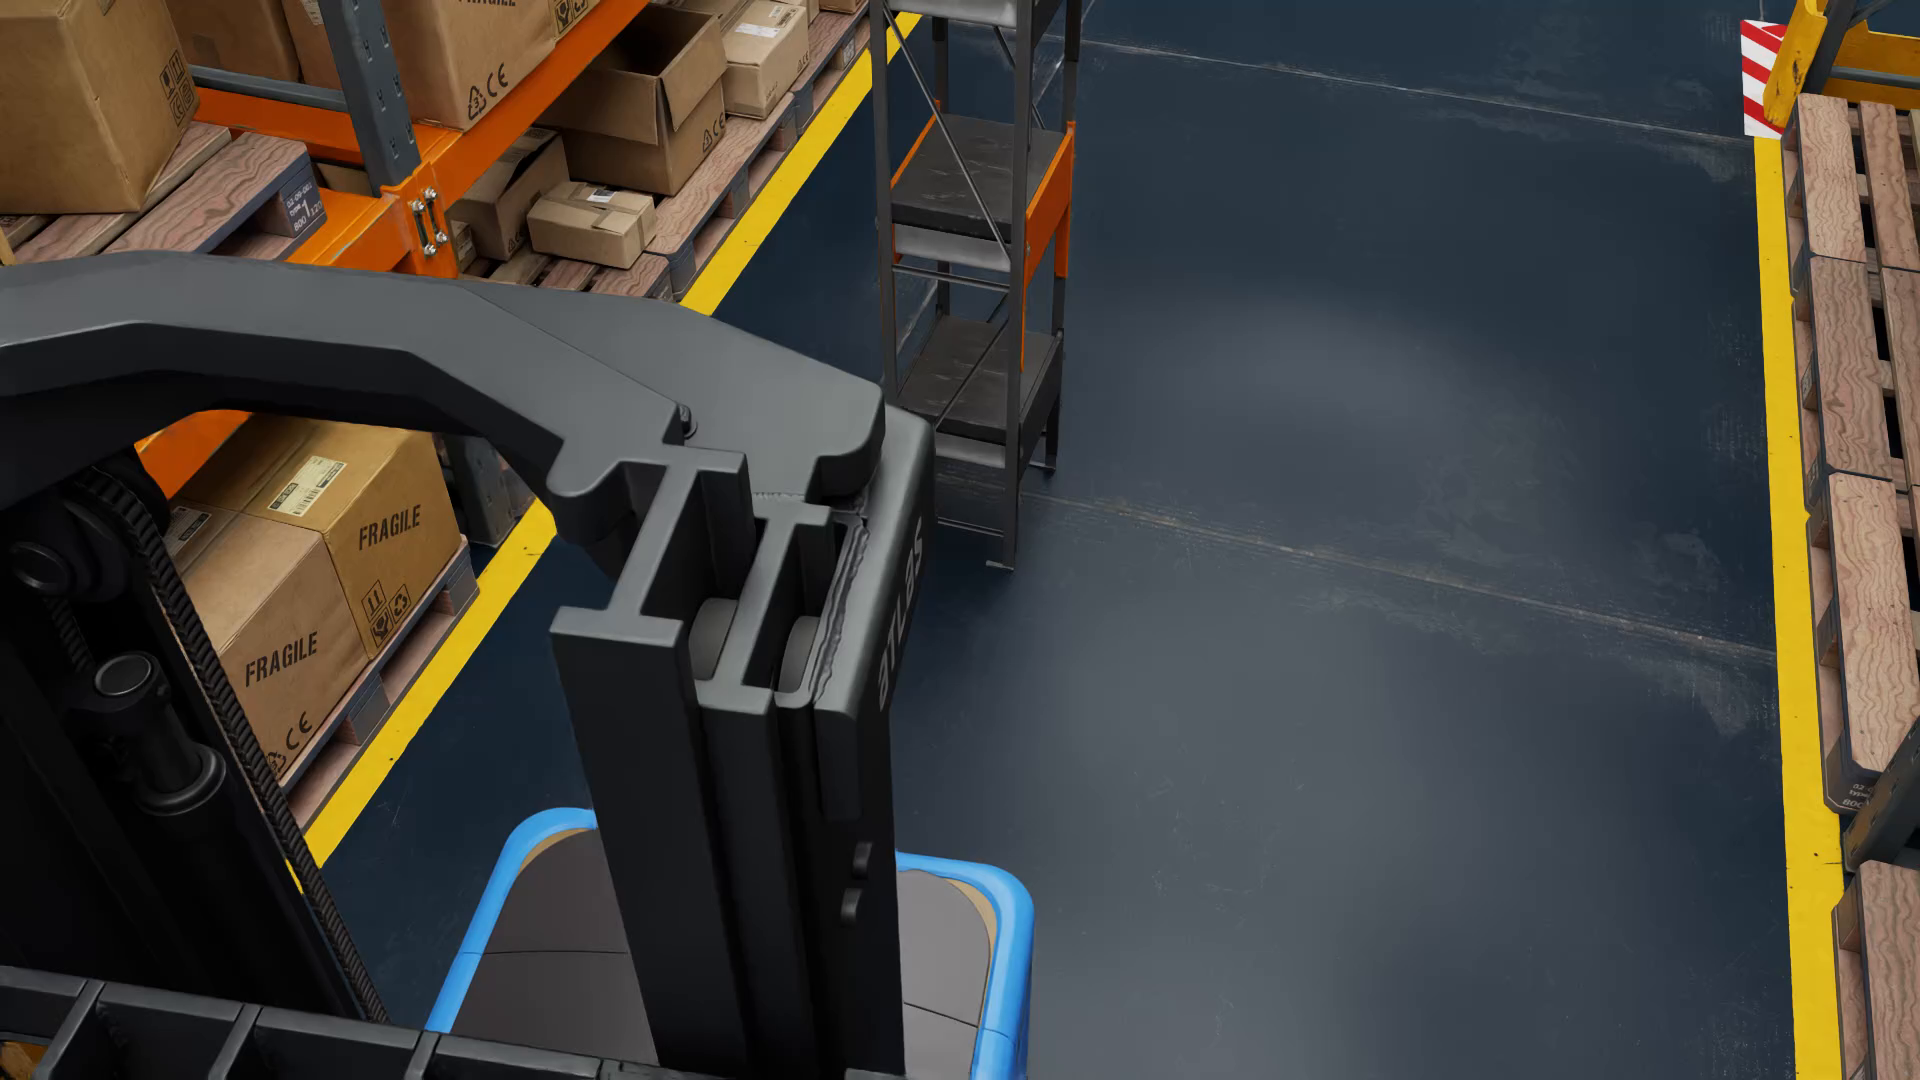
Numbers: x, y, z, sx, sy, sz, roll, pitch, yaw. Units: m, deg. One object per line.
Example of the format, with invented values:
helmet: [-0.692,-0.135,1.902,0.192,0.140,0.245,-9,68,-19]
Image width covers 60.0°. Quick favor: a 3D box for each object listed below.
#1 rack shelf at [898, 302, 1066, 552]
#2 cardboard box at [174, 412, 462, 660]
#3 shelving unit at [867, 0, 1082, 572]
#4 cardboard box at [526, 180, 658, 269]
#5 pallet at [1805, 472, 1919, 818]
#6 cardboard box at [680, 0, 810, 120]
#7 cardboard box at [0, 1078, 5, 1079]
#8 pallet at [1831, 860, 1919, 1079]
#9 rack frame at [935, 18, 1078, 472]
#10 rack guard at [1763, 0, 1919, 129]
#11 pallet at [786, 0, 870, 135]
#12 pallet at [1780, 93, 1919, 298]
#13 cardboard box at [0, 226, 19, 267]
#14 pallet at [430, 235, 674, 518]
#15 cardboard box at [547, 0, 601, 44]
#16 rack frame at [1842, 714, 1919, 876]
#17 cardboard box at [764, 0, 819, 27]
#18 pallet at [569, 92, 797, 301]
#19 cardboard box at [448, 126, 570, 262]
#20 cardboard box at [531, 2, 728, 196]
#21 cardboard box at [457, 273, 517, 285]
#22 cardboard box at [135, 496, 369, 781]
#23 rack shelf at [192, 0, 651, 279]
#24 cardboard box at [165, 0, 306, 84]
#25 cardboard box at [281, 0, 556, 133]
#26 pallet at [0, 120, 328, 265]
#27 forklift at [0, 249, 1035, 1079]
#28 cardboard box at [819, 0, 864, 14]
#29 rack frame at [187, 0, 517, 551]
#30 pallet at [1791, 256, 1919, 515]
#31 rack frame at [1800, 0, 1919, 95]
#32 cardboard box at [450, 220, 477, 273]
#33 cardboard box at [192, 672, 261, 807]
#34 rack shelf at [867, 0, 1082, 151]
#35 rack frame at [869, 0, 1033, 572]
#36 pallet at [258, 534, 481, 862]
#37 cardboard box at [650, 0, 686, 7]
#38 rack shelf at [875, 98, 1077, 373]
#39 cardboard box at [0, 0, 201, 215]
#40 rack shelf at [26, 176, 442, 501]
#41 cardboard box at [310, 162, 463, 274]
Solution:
rack shelf: [0.050,-0.351,5.128,0.431,0.518,0.480,13,46,13]
cardboard box: [-1.784,-0.059,4.639,0.500,0.500,0.500,12,46,12]
shelving unit: [0.050,-0.861,4.628,0.431,2.100,0.503,13,46,13]
cardboard box: [-1.322,-1.142,5.984,0.380,0.166,0.250,13,46,13]
pallet: [2.998,0.365,4.726,1.003,0.211,1.213,13,46,13]
cardboard box: [-0.942,-1.984,6.785,0.500,0.250,0.500,13,46,13]
cardboard box: [-2.245,0.942,3.615,0.500,0.500,0.500,11,45,11]
pallet: [2.539,1.369,3.700,1.003,0.211,1.213,13,46,13]
rack frame: [0.124,-1.023,4.795,0.400,2.100,0.015,13,46,13]
rack guard: [4.019,-1.925,6.860,1.175,0.500,0.348,13,46,13]
pallet: [-0.960,-2.272,7.421,1.003,0.211,1.213,13,46,13]
pallet: [3.737,-1.262,6.388,1.003,0.211,1.213,13,46,13]
cardboard box: [-2.412,-0.631,3.378,0.700,0.500,0.500,19,48,19]
pallet: [-1.698,-0.646,5.759,1.003,0.211,1.213,13,46,13]
cardboard box: [-1.341,-1.845,4.919,0.500,0.500,0.500,13,46,13]
rack frame: [2.812,-0.133,3.242,1.000,3.000,0.127,13,46,13]
cardboard box: [-0.834,-2.330,7.198,0.380,0.166,0.250,13,46,13]
pallet: [-1.331,-1.462,6.593,1.003,0.211,1.213,13,46,13]
cardboard box: [-1.778,-1.321,6.063,0.500,0.311,0.500,13,46,13]
cardboard box: [-1.343,-1.703,6.316,0.797,0.503,0.637,13,46,13]
cardboard box: [-1.574,-0.615,5.342,0.500,0.311,0.500,13,46,13]
cardboard box: [-1.941,0.268,4.304,0.500,0.500,0.500,13,46,13]
rack shelf: [-1.302,-2.261,5.930,1.077,0.370,4.000,13,46,13]
cardboard box: [-2.000,-1.608,4.677,0.500,0.500,0.500,13,46,13]
cardboard box: [-1.493,-1.503,4.570,0.500,0.500,0.500,14,46,14]
pallet: [-2.253,-0.607,3.863,1.003,0.211,1.213,13,46,13]
forklift: [-0.594,1.298,1.828,1.130,2.935,3.031,7,45,7]
cardboard box: [-0.626,-2.701,7.338,0.500,0.500,0.500,13,46,13]
rack frame: [-1.907,-1.185,4.316,1.000,3.000,0.127,13,46,13]
pallet: [3.366,-0.451,5.560,1.003,0.211,1.213,13,46,13]
rack frame: [4.024,-2.800,5.966,1.000,3.000,0.127,13,46,13]
cardboard box: [-1.949,-1.026,5.877,0.380,0.149,0.250,13,46,13]
cardboard box: [-2.094,0.603,3.962,0.500,0.500,0.500,13,46,13]
rack shelf: [0.050,-1.351,4.148,0.431,0.518,0.480,13,46,13]
rack frame: [-0.024,-0.698,4.462,0.400,2.100,0.015,13,46,13]
pallet: [-2.118,0.362,4.729,1.003,0.211,1.213,13,46,13]
cardboard box: [-1.434,-2.057,6.859,0.500,0.250,0.500,13,46,13]
rack shelf: [0.050,-0.851,4.638,0.431,0.518,0.480,13,46,13]
cardboard box: [-2.264,-1.102,3.860,0.700,0.500,0.500,-1,44,-1]
rack shelf: [-2.513,0.405,3.206,1.077,0.370,4.000,13,46,13]
cardboard box: [-2.005,-0.889,5.486,0.500,0.500,0.500,13,46,13]
